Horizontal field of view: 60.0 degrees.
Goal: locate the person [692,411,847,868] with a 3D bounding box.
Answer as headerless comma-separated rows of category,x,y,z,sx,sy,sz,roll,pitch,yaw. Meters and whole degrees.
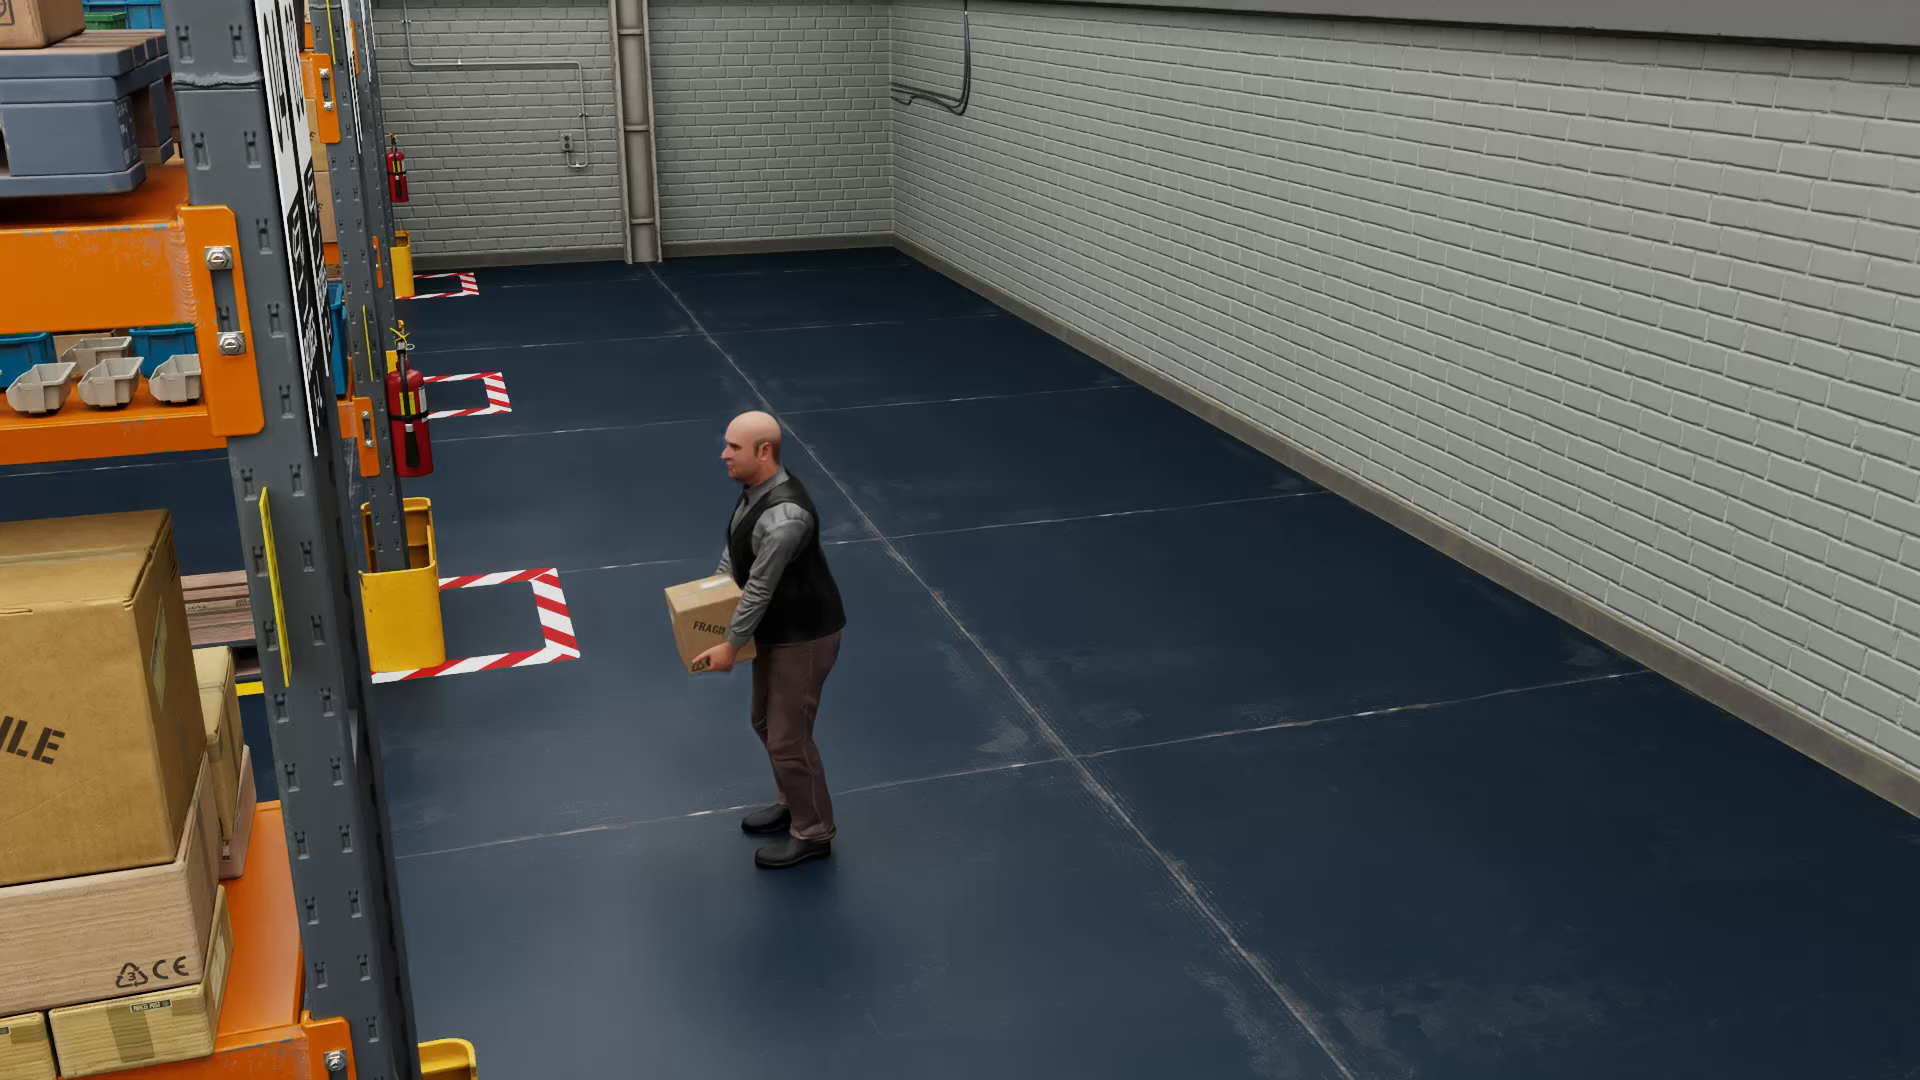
person,-0.714,0.362,6.081,0.577,1.713,0.487,-7,20,-18
